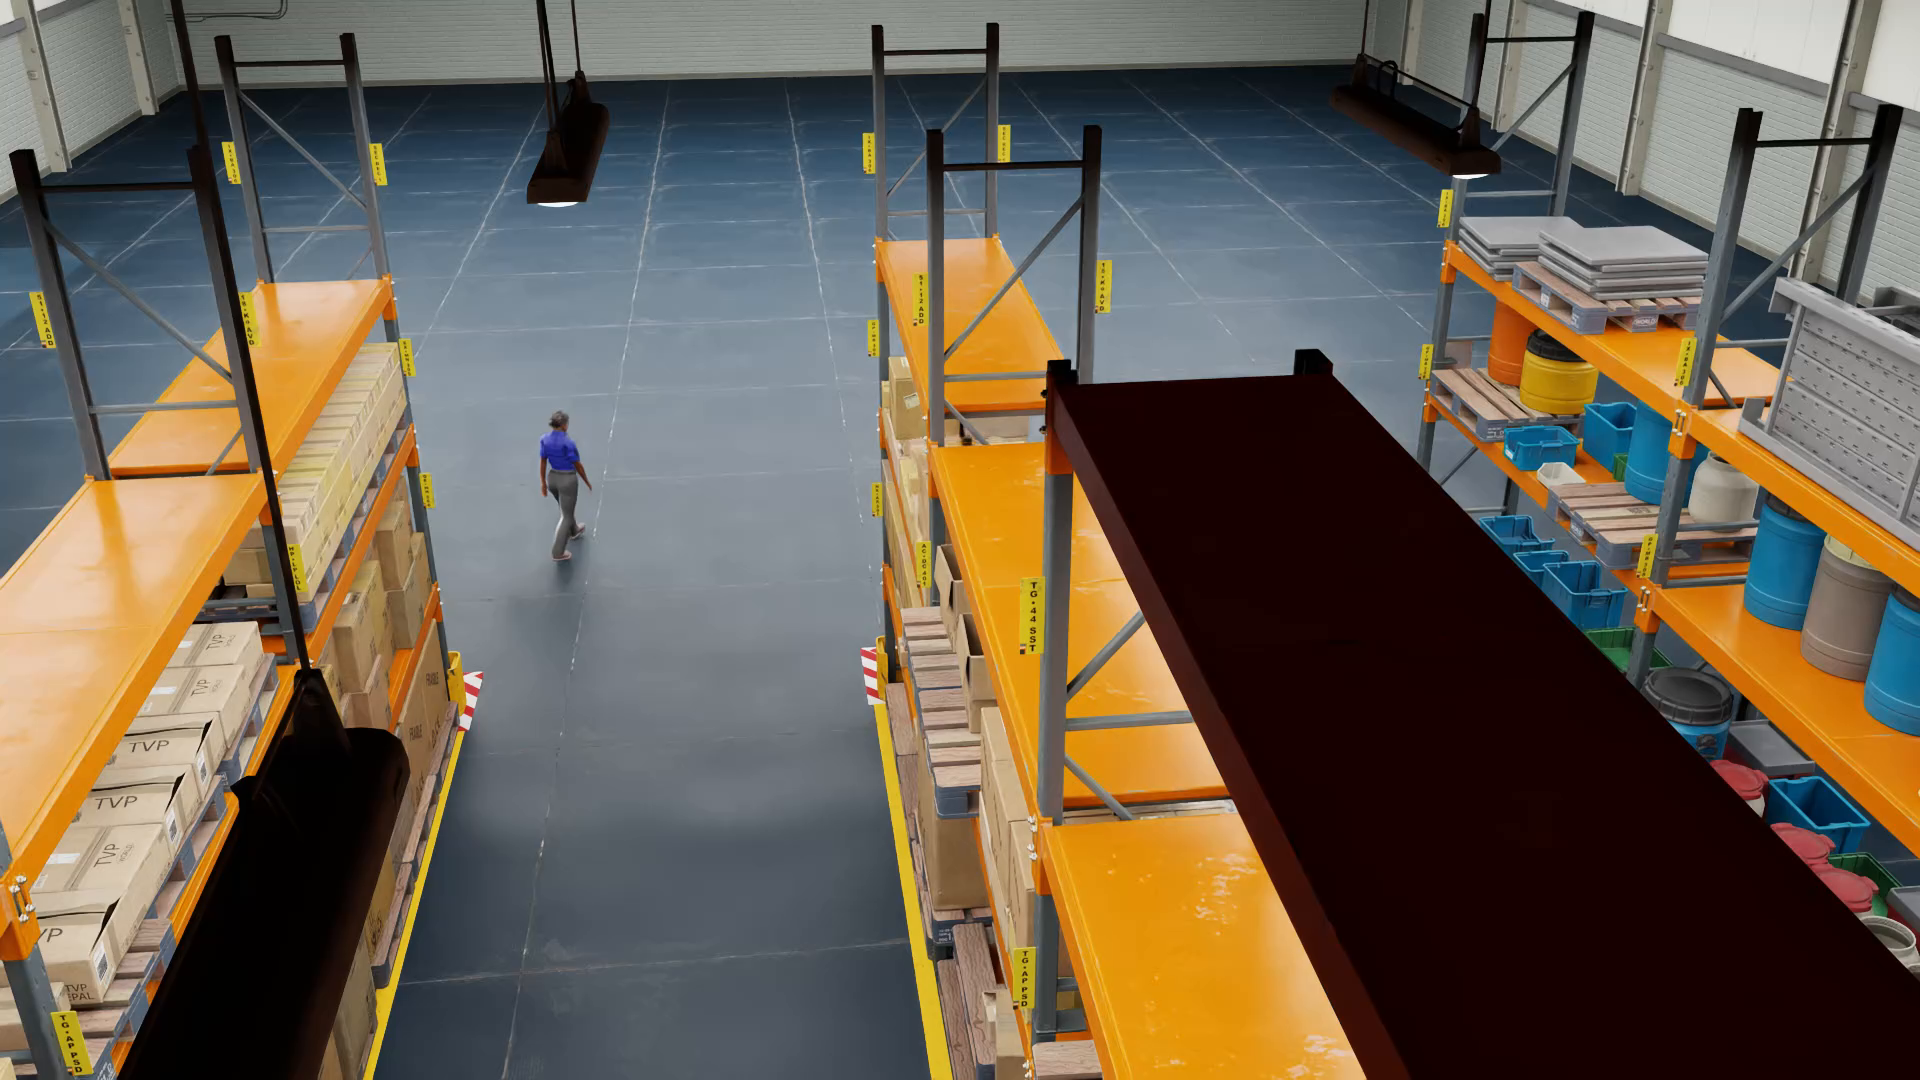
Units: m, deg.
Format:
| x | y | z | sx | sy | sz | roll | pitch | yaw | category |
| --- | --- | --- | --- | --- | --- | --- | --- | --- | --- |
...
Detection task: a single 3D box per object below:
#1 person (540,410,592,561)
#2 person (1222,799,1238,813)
| x | y | z | sx | sy | sz | roll | pitch | yaw | category |
| --- | --- | --- | --- | --- | --- | --- | --- | --- | --- |
| -4.255 | -0.641 | 17.956 | 0.487 | 1.606 | 0.895 | 12 | 28 | 24 | person |
| 1.845 | 2.169 | 12.120 | 0.579 | 1.621 | 0.611 | -3 | 26 | -5 | person |
